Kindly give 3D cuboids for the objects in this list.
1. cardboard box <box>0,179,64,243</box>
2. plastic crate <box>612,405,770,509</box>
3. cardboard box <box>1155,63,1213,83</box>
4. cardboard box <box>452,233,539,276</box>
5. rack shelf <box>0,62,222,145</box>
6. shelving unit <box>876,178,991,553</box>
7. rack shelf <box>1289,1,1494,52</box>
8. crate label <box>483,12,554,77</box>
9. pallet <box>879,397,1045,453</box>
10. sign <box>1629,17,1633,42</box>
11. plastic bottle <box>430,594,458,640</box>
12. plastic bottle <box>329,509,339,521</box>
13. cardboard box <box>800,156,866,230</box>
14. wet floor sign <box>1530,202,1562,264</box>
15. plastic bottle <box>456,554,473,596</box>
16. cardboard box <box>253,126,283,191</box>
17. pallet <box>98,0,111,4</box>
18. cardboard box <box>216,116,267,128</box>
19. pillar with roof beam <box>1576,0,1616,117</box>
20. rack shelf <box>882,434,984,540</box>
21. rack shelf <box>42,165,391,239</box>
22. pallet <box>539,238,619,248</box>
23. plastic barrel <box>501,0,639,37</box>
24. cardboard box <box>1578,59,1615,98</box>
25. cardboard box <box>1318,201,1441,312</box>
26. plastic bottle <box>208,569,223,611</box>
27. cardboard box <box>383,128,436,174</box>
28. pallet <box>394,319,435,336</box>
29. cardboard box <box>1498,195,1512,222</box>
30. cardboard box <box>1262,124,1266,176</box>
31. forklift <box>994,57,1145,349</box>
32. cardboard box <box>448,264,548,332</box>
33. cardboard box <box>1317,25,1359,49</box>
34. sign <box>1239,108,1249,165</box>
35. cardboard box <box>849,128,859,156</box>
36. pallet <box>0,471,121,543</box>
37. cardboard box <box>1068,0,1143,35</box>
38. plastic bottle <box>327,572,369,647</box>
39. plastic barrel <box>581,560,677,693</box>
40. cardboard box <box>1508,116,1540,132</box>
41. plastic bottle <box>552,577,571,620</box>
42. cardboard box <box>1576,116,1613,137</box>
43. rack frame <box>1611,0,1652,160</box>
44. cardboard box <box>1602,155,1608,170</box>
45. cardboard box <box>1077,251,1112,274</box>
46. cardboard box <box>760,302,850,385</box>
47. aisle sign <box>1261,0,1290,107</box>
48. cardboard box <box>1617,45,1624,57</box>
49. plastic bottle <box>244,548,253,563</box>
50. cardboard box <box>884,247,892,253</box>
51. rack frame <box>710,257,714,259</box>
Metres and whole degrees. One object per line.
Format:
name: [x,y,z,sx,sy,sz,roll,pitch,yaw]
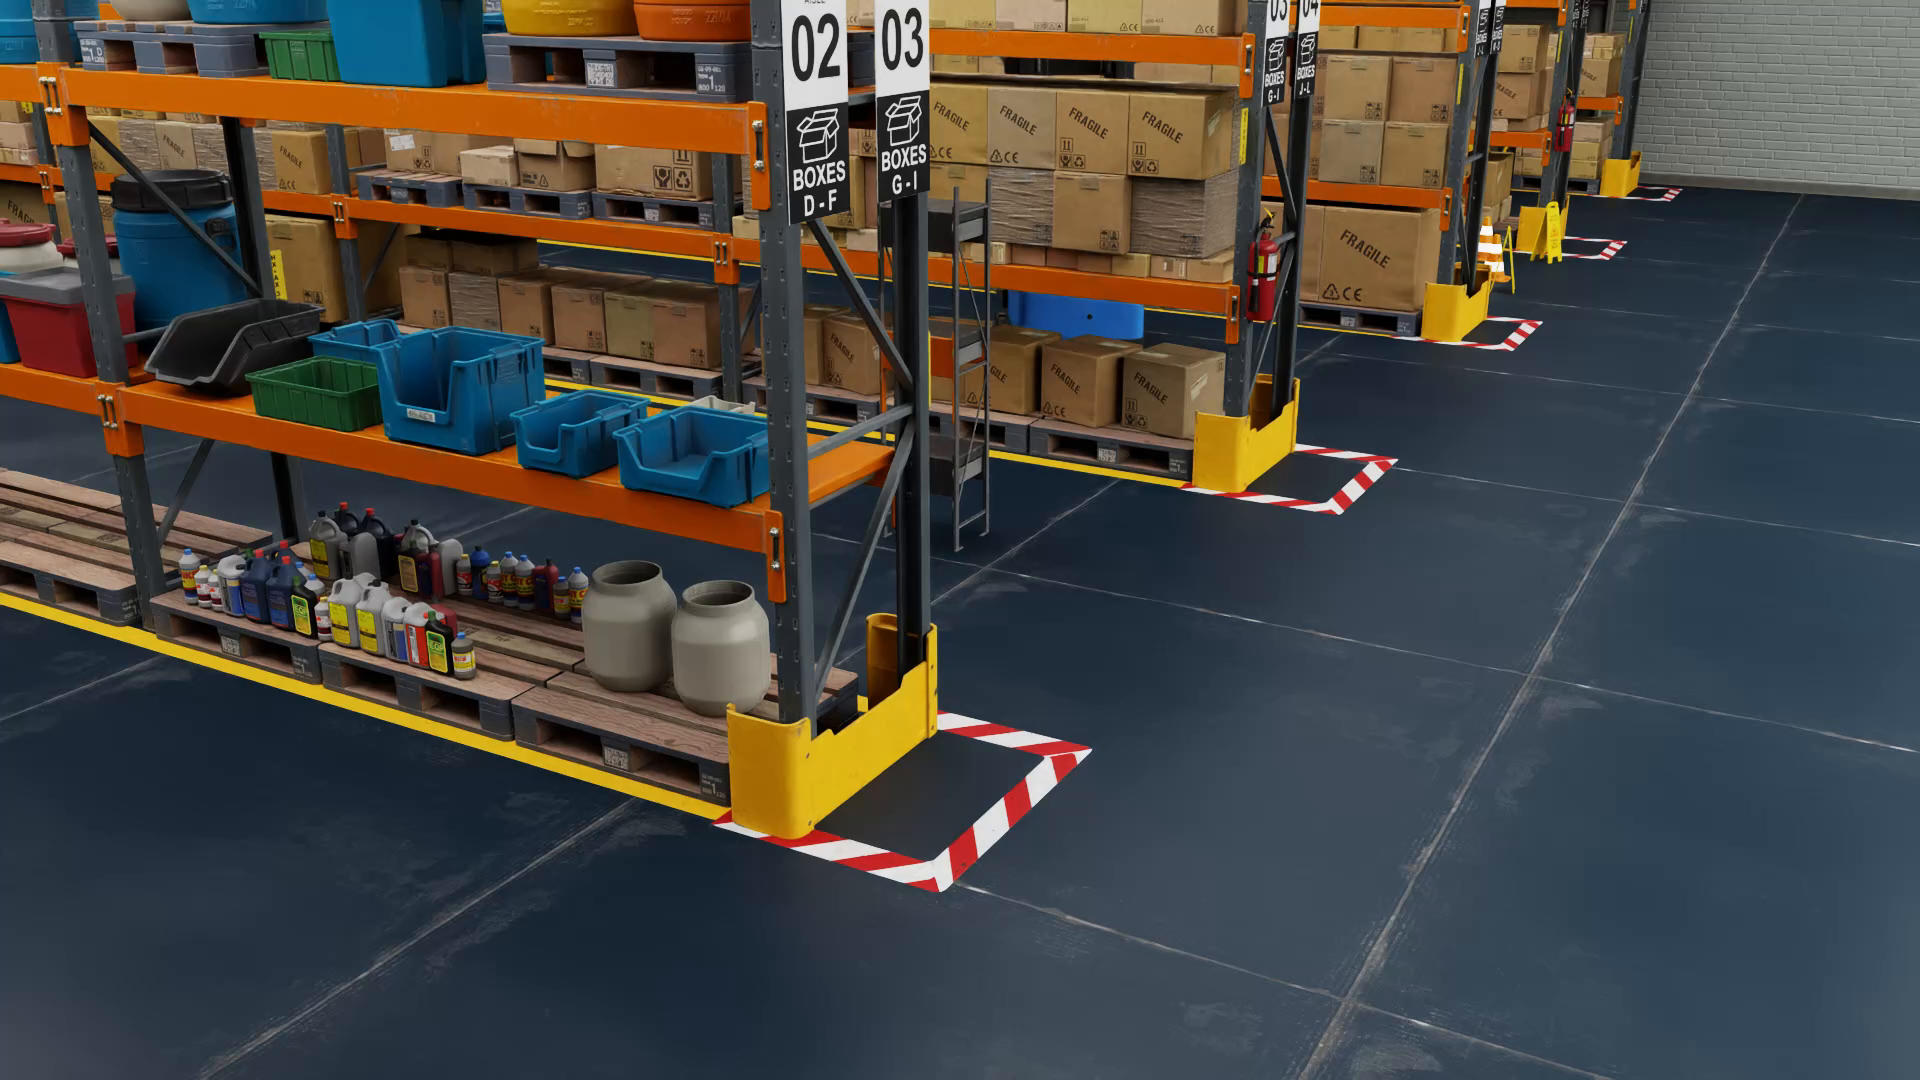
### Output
cardboard box: [-9.022,-3.220,16.844,0.875,0.875,0.875,11,23,27]
plastic crate: [-1.007,-0.342,6.628,0.616,0.251,0.499,11,23,27]
cardboard box: [2.253,-4.336,15.617,0.550,0.550,0.875,11,23,27]
cardboard box: [-3.925,-2.419,14.057,0.500,0.250,0.500,14,24,33]
rack shelf: [-5.662,-2.488,8.980,4.000,0.370,1.077,11,23,27]
shelving unit: [-0.144,-1.015,9.583,0.503,2.100,0.431,11,23,27]
rack shelf: [2.753,-4.757,15.236,4.000,0.370,1.077,11,23,27]
crate label: [-1.897,-2.168,7.262,0.408,0.251,0.502,11,23,27]
pallet: [0.172,-0.943,12.155,1.213,0.211,1.003,11,23,27]
sign: [8.965,-6.817,22.215,0.005,0.325,0.100,11,23,27]
plastic bottle: [-2.396,0.395,7.714,0.133,0.283,0.061,11,23,27]
plastic bottle: [-3.335,-0.031,8.891,0.133,0.283,0.061,12,23,30]
cardboard box: [-0.718,-2.558,11.934,0.500,0.500,0.875,11,23,27]
wet floor sign: [6.469,-3.386,18.253,0.267,0.644,0.232,-16,26,-38]
plastic bottle: [-2.507,0.172,8.450,0.097,0.201,0.097,0,20,0]
cardboard box: [-5.976,-3.363,14.590,0.500,0.500,0.500,11,22,27]
pallet: [-7.660,-5.070,15.326,1.217,0.209,0.805,10,22,25]
cardboard box: [-6.190,-3.977,14.812,0.637,0.503,0.797,11,23,29]
pillar with roof beam: [6.974,-8.244,19.395,0.400,9.000,9.100,11,23,27]
rack shelf: [-0.145,-0.344,9.826,0.480,0.518,0.431,11,23,27]
rack shelf: [-6.738,-3.217,15.390,4.000,0.370,1.077,11,23,27]
pallet: [-4.228,-3.705,19.770,1.213,0.211,1.003,11,23,27]
plastic barrel: [-1.481,-2.266,6.422,0.600,0.588,0.600,0,20,0]
cardboard box: [8.685,-6.372,22.885,0.500,0.500,0.500,10,22,26]
cardboard box: [3.875,-2.644,15.255,0.875,0.875,0.875,11,23,28]
plastic bottle: [-3.674,0.243,8.255,0.097,0.201,0.097,0,20,0]
cardboard box: [-4.501,-3.389,14.048,0.500,0.500,0.500,8,21,21]
pallet: [-4.311,-1.782,14.467,1.213,0.211,1.003,11,23,27]
cardboard box: [6.255,-3.964,19.810,0.500,0.250,0.500,11,22,27]
cardboard box: [2.752,-3.762,15.618,0.500,0.550,0.875,11,23,27]
forklift: [0.893,-3.210,14.416,1.130,2.935,3.031,-1,20,-3]
cardboard box: [-3.907,-2.061,14.168,0.500,0.500,0.700,9,22,23]
cardboard box: [4.472,-5.844,19.528,0.500,0.500,0.700,10,22,26]
sign: [1.704,-2.423,9.986,0.005,0.325,0.100,11,23,27]
cardboard box: [-0.794,-2.981,11.636,0.500,0.500,0.500,11,23,27]
pallet: [-5.689,-0.094,9.814,1.213,0.211,1.003,11,23,27]
cardboard box: [1.010,-3.319,10.436,0.500,0.250,0.500,11,23,28]
plastic bottle: [-2.878,0.315,7.837,0.185,0.351,0.144,11,22,27]
plastic barrel: [-1.473,0.384,7.440,0.421,0.512,0.421,0,20,0]
cardboard box: [6.394,-4.723,18.855,0.250,0.149,0.380,12,23,29]
plastic bottle: [-1.945,0.279,8.155,0.097,0.201,0.097,0,20,0]
cardboard box: [8.915,-5.832,23.494,0.500,0.250,0.500,10,22,26]
rack frame: [9.242,-6.321,22.892,0.127,3.000,1.000,11,23,27]
cardboard box: [8.909,-5.366,23.675,0.500,0.250,0.500,11,23,28]
cardboard box: [0.970,-1.874,11.002,0.250,0.149,0.380,11,23,27]
cardboard box: [-1.171,-1.502,12.656,0.500,0.500,0.500,10,22,26]
aisle sign: [1.900,-3.015,9.965,0.004,0.787,0.394,11,23,27]
cardboard box: [9.073,-6.806,23.132,0.250,0.149,0.380,10,22,26]
plastic bottle: [-3.504,0.184,8.296,0.133,0.283,0.061,11,23,27]
cardboard box: [-0.356,-2.114,11.662,0.250,0.149,0.380,11,23,27]
rack frame: [-2.485,-4.683,18.375,0.127,3.000,1.000,11,23,27]
